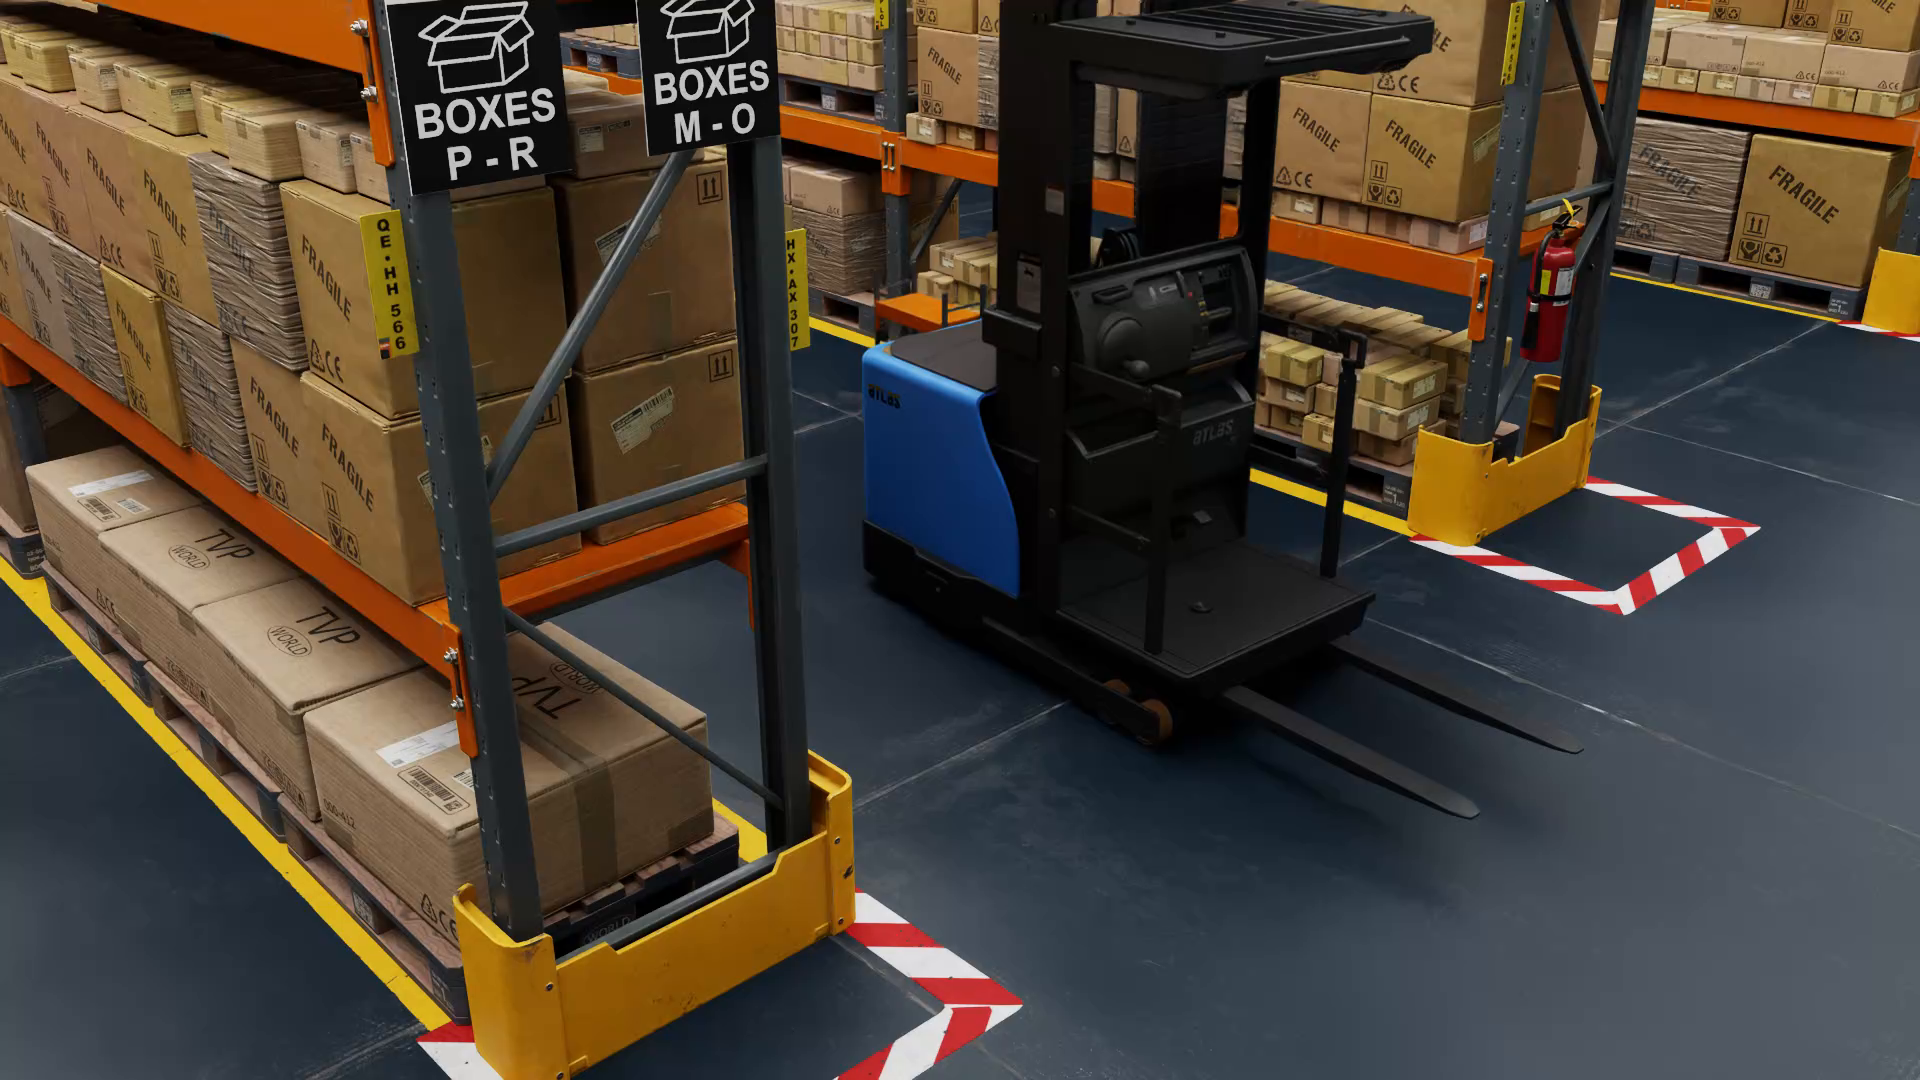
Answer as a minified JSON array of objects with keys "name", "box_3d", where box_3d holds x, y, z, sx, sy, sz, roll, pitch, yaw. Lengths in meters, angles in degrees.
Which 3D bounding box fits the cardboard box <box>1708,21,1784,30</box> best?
[{"name":"cardboard box","box_3d":[5.545,-3.490,11.609,0.500,0.250,0.500,23,33,40]}]

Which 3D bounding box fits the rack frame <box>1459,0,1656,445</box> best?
[{"name":"rack frame","box_3d":[2.687,-1.516,7.459,1.000,3.000,0.127,-21,32,-38]}]

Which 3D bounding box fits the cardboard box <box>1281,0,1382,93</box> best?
[{"name":"cardboard box","box_3d":[1.846,-2.373,7.654,0.500,0.500,0.500,22,33,40]}]

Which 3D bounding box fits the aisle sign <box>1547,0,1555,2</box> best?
[{"name":"aisle sign","box_3d":[2.518,-2.591,6.684,0.394,0.787,0.004,-21,32,-38]}]

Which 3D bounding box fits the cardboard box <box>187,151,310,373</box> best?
[{"name":"cardboard box","box_3d":[-1.739,-0.810,4.586,0.500,0.500,0.500,-21,32,-38]}]

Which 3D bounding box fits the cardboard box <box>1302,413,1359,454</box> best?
[{"name":"cardboard box","box_3d":[1.925,-0.559,8.291,0.380,0.149,0.250,-20,31,-37]}]

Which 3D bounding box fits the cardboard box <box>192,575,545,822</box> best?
[{"name":"cardboard box","box_3d":[-2.013,0.447,5.737,0.875,0.438,0.875,-20,31,-37]}]

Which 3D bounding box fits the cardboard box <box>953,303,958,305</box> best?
[{"name":"cardboard box","box_3d":[-0.033,-1.420,10.178,0.250,0.149,0.380,22,33,40]}]

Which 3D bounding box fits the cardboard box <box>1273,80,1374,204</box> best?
[{"name":"cardboard box","box_3d":[1.844,-1.917,7.860,0.500,0.500,0.500,-22,32,-39]}]

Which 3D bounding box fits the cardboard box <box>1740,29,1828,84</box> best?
[{"name":"cardboard box","box_3d":[5.505,-3.185,10.939,0.500,0.250,0.500,-22,32,-39]}]

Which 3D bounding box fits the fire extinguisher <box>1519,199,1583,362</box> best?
[{"name":"fire extinguisher","box_3d":[2.522,-1.104,7.098,0.296,0.674,0.183,-21,32,-38]}]

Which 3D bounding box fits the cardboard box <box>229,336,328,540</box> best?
[{"name":"cardboard box","box_3d":[-1.712,-0.354,4.791,0.500,0.500,0.500,-22,33,-39]}]

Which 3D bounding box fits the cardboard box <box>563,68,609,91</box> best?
[{"name":"cardboard box","box_3d":[-1.223,-1.233,4.732,0.380,0.149,0.250,-20,31,-37]}]

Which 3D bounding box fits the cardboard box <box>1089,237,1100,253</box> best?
[{"name":"cardboard box","box_3d":[0.765,-1.719,10.116,0.380,0.149,0.250,-22,32,-39]}]

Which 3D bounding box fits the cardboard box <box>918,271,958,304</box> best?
[{"name":"cardboard box","box_3d":[-0.033,-1.556,10.118,0.380,0.149,0.250,-19,31,-36]}]

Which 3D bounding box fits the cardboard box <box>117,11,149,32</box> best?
[{"name":"cardboard box","box_3d":[-2.884,-1.896,6.186,0.380,0.149,0.250,-21,32,-38]}]

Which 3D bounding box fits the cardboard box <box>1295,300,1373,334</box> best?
[{"name":"cardboard box","box_3d":[1.992,-1.149,8.867,0.250,0.149,0.380,22,32,39]}]

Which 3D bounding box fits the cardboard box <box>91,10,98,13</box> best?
[{"name":"cardboard box","box_3d":[-3.682,-2.008,7.212,0.500,0.500,0.500,-21,32,-38]}]

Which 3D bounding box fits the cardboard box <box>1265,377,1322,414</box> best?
[{"name":"cardboard box","box_3d":[1.761,-0.781,8.418,0.250,0.149,0.380,22,33,40]}]

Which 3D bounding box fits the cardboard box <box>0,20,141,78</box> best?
[{"name":"cardboard box","box_3d":[-3.048,-1.688,5.729,0.380,0.149,0.250,-22,32,-39]}]

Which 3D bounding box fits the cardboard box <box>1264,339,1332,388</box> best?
[{"name":"cardboard box","box_3d":[1.740,-0.904,8.329,0.380,0.149,0.250,-22,33,-40]}]

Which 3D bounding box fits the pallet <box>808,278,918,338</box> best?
[{"name":"pallet","box_3d":[-0.580,-1.694,11.210,1.003,0.211,1.213,-21,32,-38]}]

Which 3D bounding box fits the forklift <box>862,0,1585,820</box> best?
[{"name":"forklift","box_3d":[0.904,-0.817,6.009,1.130,2.935,3.031,-19,31,-36]}]

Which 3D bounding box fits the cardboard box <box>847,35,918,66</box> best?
[{"name":"cardboard box","box_3d":[-0.463,-3.004,10.160,0.380,0.149,0.250,-20,31,-37]}]

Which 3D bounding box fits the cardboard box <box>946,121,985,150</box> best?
[{"name":"cardboard box","box_3d":[0.138,-2.377,9.650,0.380,0.149,0.250,-20,31,-37]}]

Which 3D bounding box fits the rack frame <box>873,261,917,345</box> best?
[{"name":"rack frame","box_3d":[-0.297,-0.708,7.856,0.240,1.200,0.015,-19,31,-36]}]

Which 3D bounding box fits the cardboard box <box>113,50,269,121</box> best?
[{"name":"cardboard box","box_3d":[-2.327,-1.384,5.063,0.380,0.149,0.250,-20,31,-37]}]

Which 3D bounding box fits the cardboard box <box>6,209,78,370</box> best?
[{"name":"cardboard box","box_3d":[-3.121,-0.968,6.138,0.500,0.500,0.500,-21,32,-38]}]

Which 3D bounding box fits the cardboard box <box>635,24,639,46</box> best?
[{"name":"cardboard box","box_3d":[-2.069,-3.579,11.778,0.380,0.149,0.250,-19,31,-36]}]

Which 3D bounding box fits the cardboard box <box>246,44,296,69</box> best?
[{"name":"cardboard box","box_3d":[-2.142,-1.610,5.558,0.380,0.149,0.250,-21,32,-38]}]

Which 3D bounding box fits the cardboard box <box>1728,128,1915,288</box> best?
[{"name":"cardboard box","box_3d":[5.881,-2.288,11.205,0.875,0.875,0.875,-21,32,-38]}]

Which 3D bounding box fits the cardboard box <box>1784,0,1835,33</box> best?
[{"name":"cardboard box","box_3d":[5.904,-3.674,11.108,0.500,0.500,0.500,-22,33,-40]}]

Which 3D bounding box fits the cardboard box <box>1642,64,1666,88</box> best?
[{"name":"cardboard box","box_3d":[4.848,-3.256,11.575,0.380,0.149,0.250,-20,32,-37]}]

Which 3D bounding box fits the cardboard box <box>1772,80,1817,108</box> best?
[{"name":"cardboard box","box_3d":[5.542,-2.947,10.899,0.380,0.149,0.250,-21,32,-38]}]

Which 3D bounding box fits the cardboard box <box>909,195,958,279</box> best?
[{"name":"cardboard box","box_3d":[-0.359,-2.081,11.202,0.500,0.500,0.500,-20,31,-37]}]

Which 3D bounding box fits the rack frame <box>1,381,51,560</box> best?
[{"name":"rack frame","box_3d":[-3.591,-1.293,6.970,1.000,3.000,0.127,-21,32,-38]}]

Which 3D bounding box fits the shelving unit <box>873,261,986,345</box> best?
[{"name":"shelving unit","box_3d":[-0.140,-0.630,7.685,0.258,1.200,0.503,-19,31,-36]}]

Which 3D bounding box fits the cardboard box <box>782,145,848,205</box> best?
[{"name":"cardboard box","box_3d":[-1.082,-2.436,11.078,0.500,0.250,0.500,-19,31,-36]}]

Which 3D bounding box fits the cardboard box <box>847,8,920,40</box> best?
[{"name":"cardboard box","box_3d":[-0.464,-3.141,10.102,0.380,0.149,0.250,-19,31,-36]}]

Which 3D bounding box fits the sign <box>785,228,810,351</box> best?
[{"name":"sign","box_3d":[-0.448,-0.666,4.458,0.100,0.325,0.005,-21,32,-38]}]

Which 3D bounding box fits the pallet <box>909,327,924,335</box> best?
[{"name":"pallet","box_3d":[0.438,-1.266,10.270,1.003,0.211,1.213,-21,32,-38]}]

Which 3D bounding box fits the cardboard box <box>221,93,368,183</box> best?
[{"name":"cardboard box","box_3d":[-1.678,-1.053,4.337,0.380,0.149,0.250,-22,32,-39]}]

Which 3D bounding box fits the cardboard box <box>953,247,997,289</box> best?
[{"name":"cardboard box","box_3d":[0.182,-1.629,9.919,0.380,0.149,0.250,-19,31,-36]}]

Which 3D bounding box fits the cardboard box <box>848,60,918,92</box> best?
[{"name":"cardboard box","box_3d":[-0.463,-2.869,10.221,0.380,0.149,0.250,-22,33,-40]}]

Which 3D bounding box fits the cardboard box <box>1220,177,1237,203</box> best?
[{"name":"cardboard box","box_3d":[1.442,-1.835,8.462,0.250,0.149,0.380,22,33,40]}]

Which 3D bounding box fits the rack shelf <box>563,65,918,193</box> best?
[{"name":"rack shelf","box_3d":[-1.414,-3.006,11.592,1.077,0.370,4.000,-21,32,-38]}]

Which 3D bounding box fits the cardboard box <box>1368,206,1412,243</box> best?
[{"name":"cardboard box","box_3d":[2.115,-1.506,7.740,0.380,0.149,0.250,-21,32,-39]}]

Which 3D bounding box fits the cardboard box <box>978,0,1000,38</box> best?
[{"name":"cardboard box","box_3d":[0.449,-3.005,9.039,0.500,0.500,0.500,-22,33,-40]}]

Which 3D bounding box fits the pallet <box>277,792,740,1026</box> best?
[{"name":"pallet","box_3d":[-1.461,0.968,5.374,1.003,0.211,1.213,-21,32,-38]}]

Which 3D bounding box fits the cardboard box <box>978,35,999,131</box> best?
[{"name":"cardboard box","box_3d":[0.451,-2.539,9.223,0.500,0.500,0.500,-21,32,-38]}]

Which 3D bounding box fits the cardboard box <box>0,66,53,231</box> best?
[{"name":"cardboard box","box_3d":[-3.102,-1.425,5.935,0.500,0.500,0.500,-22,32,-39]}]

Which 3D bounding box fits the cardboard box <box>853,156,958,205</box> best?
[{"name":"cardboard box","box_3d":[-0.359,-2.421,11.046,0.500,0.250,0.500,22,33,39]}]
